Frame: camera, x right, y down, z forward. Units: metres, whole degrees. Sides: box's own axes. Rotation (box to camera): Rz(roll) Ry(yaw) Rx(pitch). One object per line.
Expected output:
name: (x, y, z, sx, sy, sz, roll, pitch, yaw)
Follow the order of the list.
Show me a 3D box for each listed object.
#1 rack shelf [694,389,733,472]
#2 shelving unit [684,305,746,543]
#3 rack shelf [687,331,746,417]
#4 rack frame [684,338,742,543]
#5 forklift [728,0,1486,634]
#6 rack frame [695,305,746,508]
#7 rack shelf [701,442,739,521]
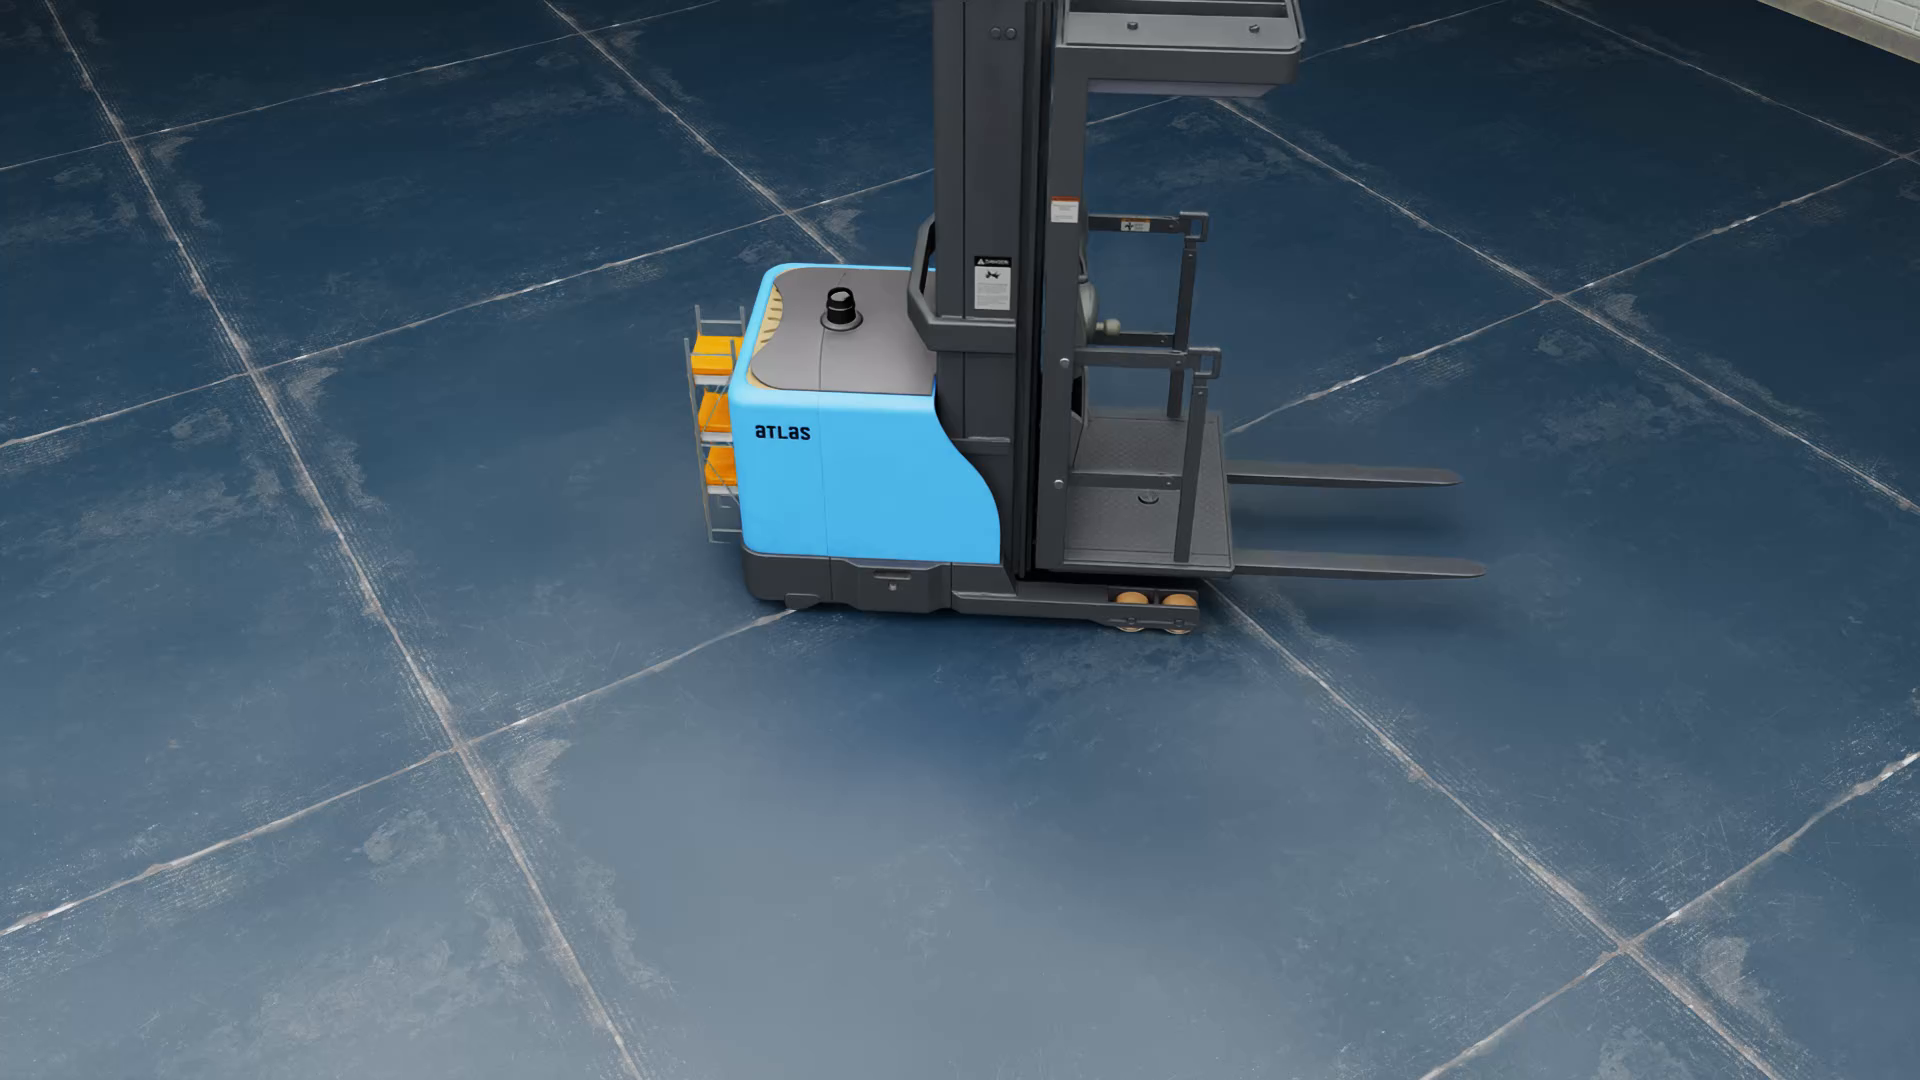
rack shelf: (-0.983, -0.459, 6.998, 0.215, 0.259, 0.240, 2, 40, 2)
shelving unit: (-0.983, -0.467, 6.991, 0.215, 1.050, 0.252, 2, 40, 2)
rack shelf: (-0.983, -0.677, 6.816, 0.215, 0.259, 0.240, 2, 40, 2)
rack frame: (-0.990, -0.390, 6.897, 0.200, 1.050, 0.008, 2, 40, 2)
forklift: (0.646, -1.097, 6.277, 3.031, 2.935, 1.130, 3, 40, 3)
rack frame: (-0.977, -0.545, 7.084, 0.200, 1.050, 0.008, 2, 40, 2)
rack shelf: (-0.983, -0.246, 7.176, 0.215, 0.259, 0.240, 2, 40, 2)
